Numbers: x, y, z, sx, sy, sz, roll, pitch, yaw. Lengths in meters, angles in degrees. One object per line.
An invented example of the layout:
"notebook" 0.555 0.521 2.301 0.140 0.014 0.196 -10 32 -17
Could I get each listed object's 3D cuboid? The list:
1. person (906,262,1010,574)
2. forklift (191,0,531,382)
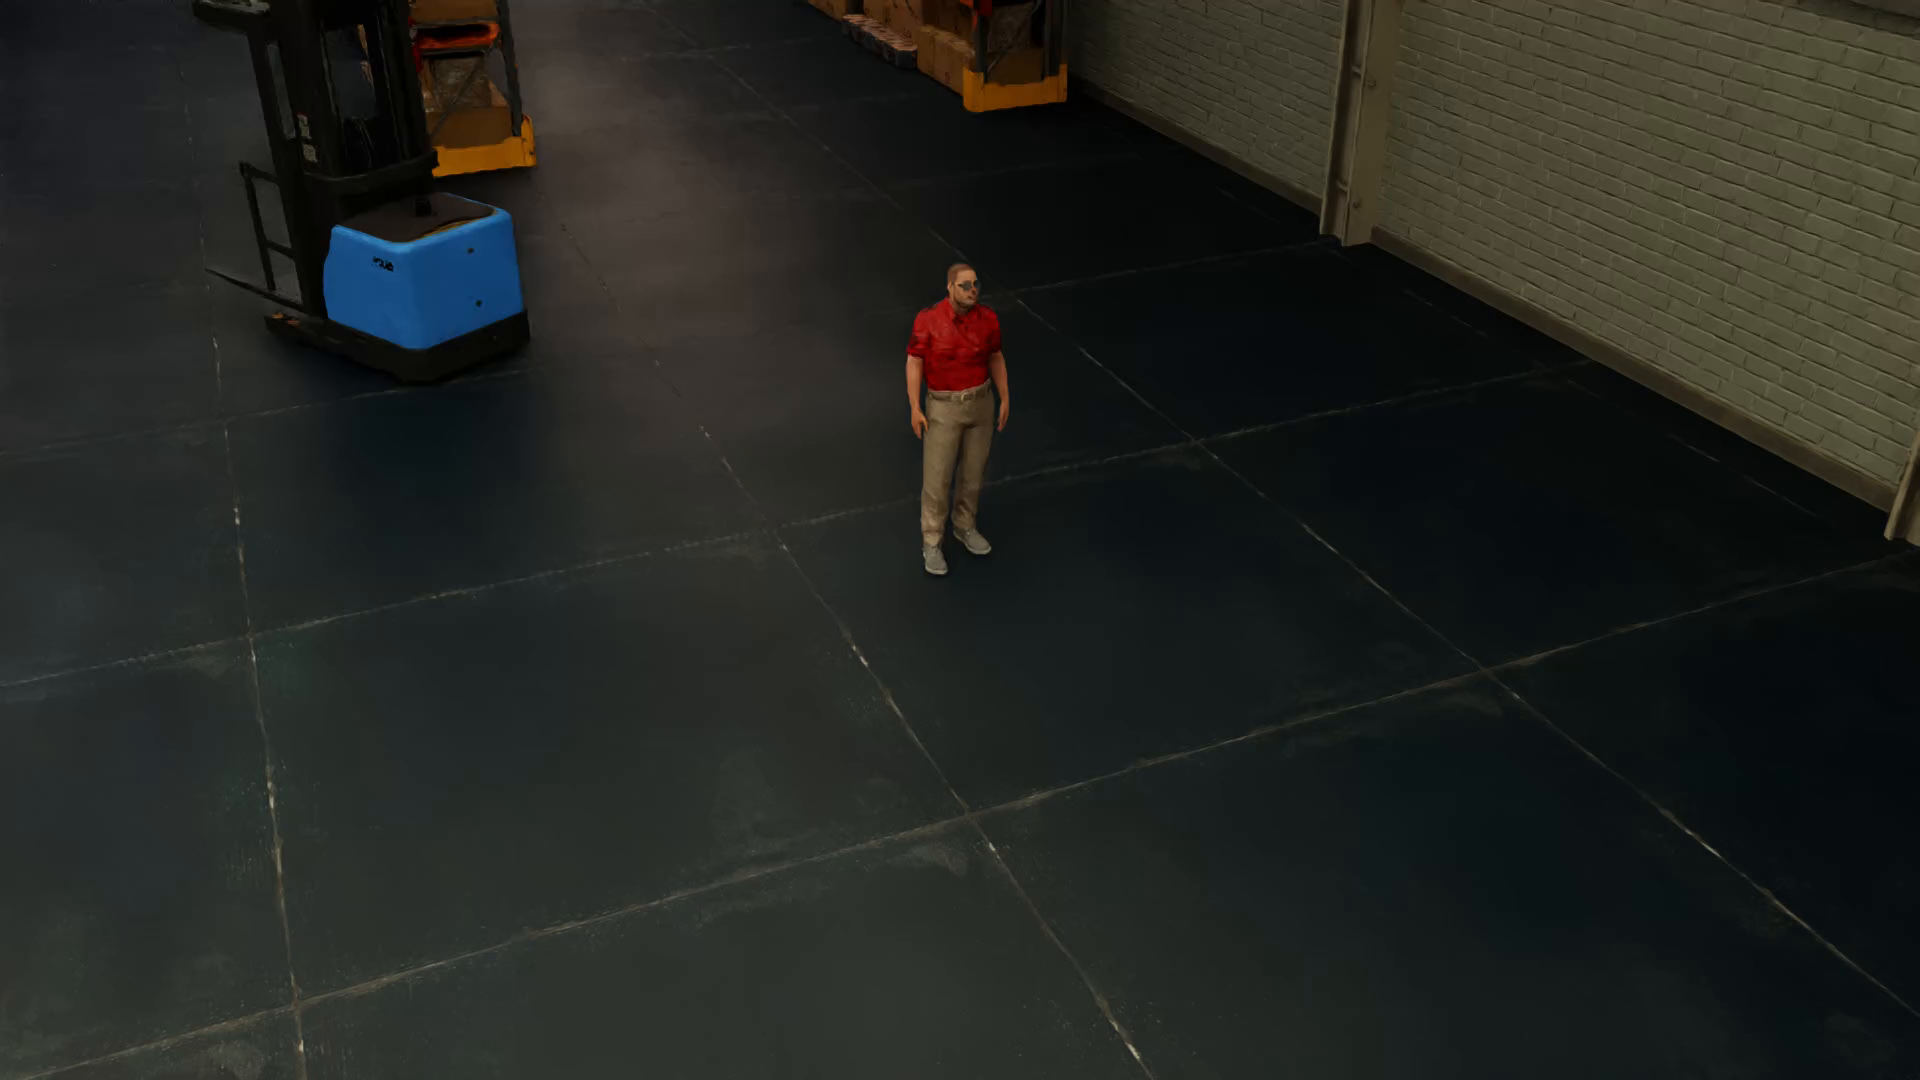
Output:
"person" 0.025 -0.714 9.564 0.640 1.726 0.550 -12 32 -20
"forklift" -4.736 -2.984 12.338 3.031 2.935 1.130 20 36 31
